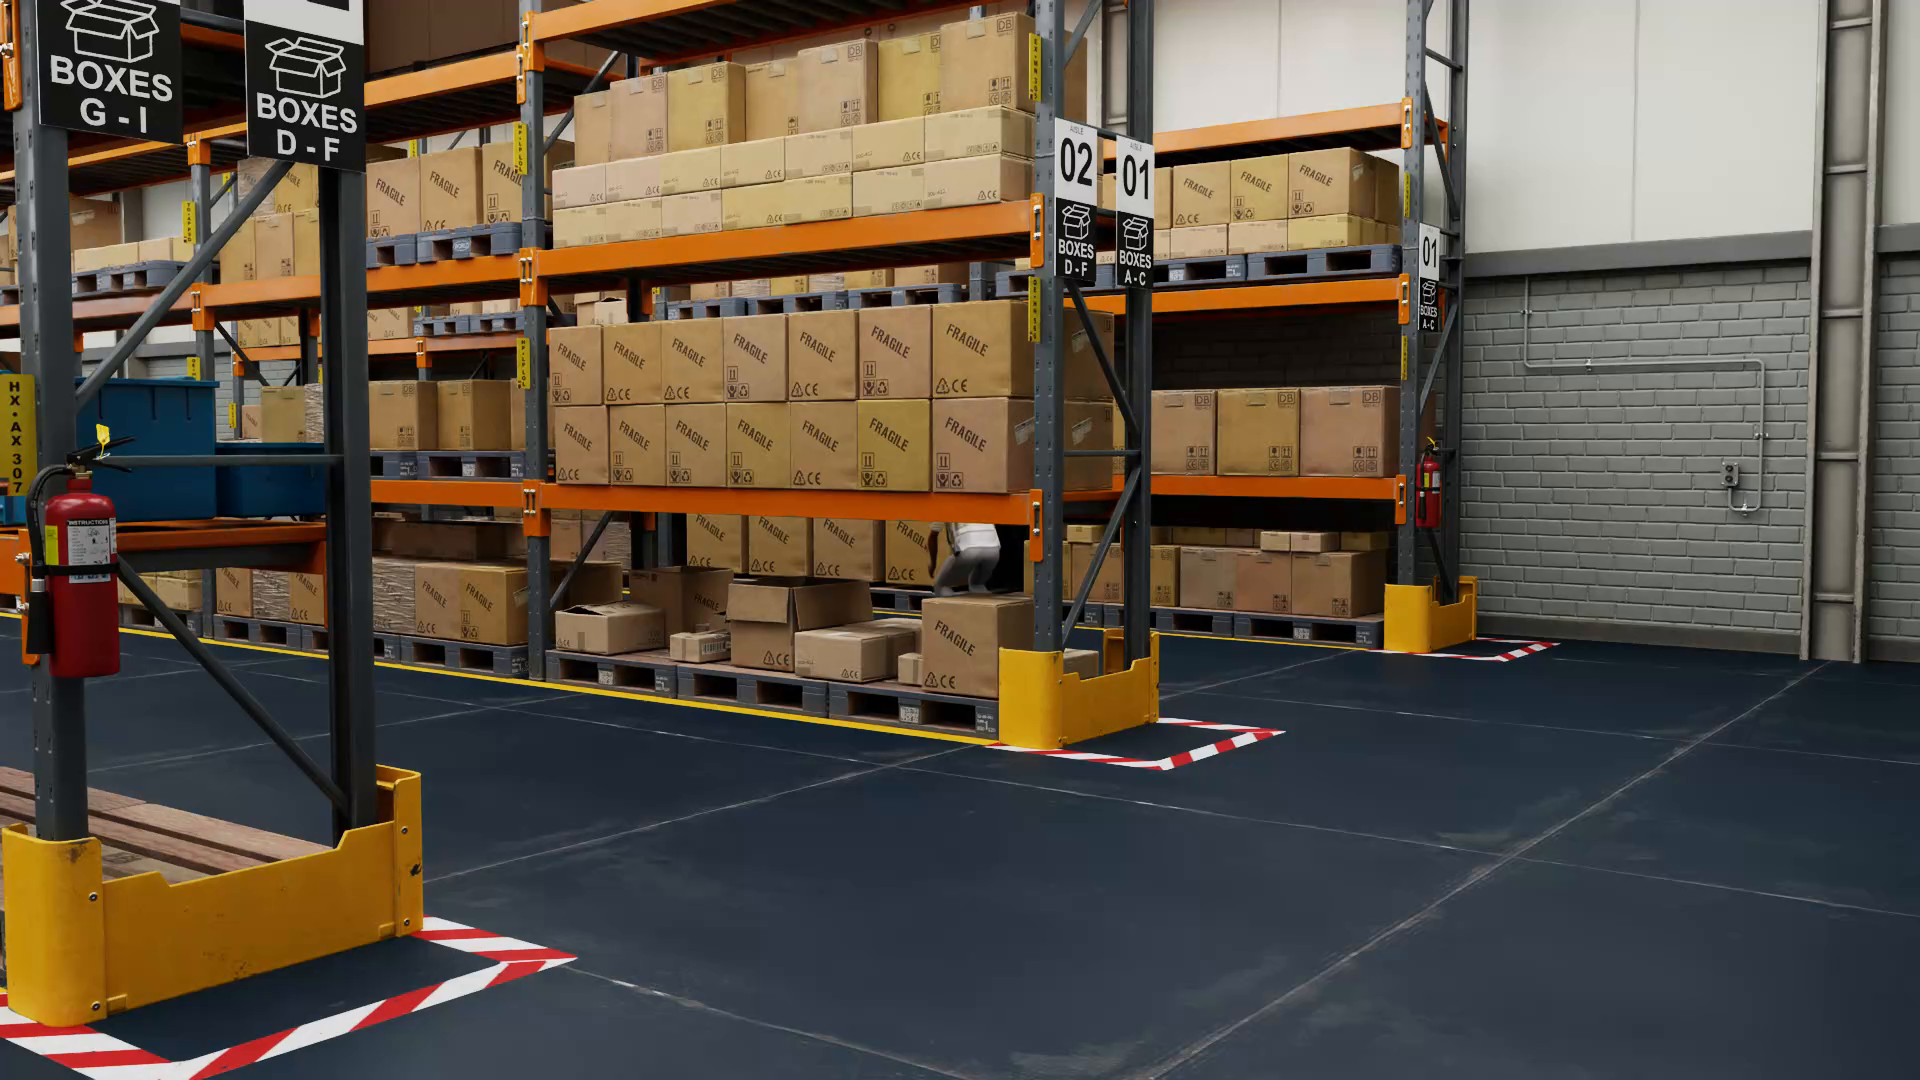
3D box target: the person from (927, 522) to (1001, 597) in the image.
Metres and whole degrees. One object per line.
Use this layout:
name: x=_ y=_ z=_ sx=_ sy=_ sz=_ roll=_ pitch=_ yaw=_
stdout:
person: x=0.002 y=0.119 z=13.552 sx=0.496 sy=1.331 sz=0.741 roll=-2 pitch=4 yaw=-29
